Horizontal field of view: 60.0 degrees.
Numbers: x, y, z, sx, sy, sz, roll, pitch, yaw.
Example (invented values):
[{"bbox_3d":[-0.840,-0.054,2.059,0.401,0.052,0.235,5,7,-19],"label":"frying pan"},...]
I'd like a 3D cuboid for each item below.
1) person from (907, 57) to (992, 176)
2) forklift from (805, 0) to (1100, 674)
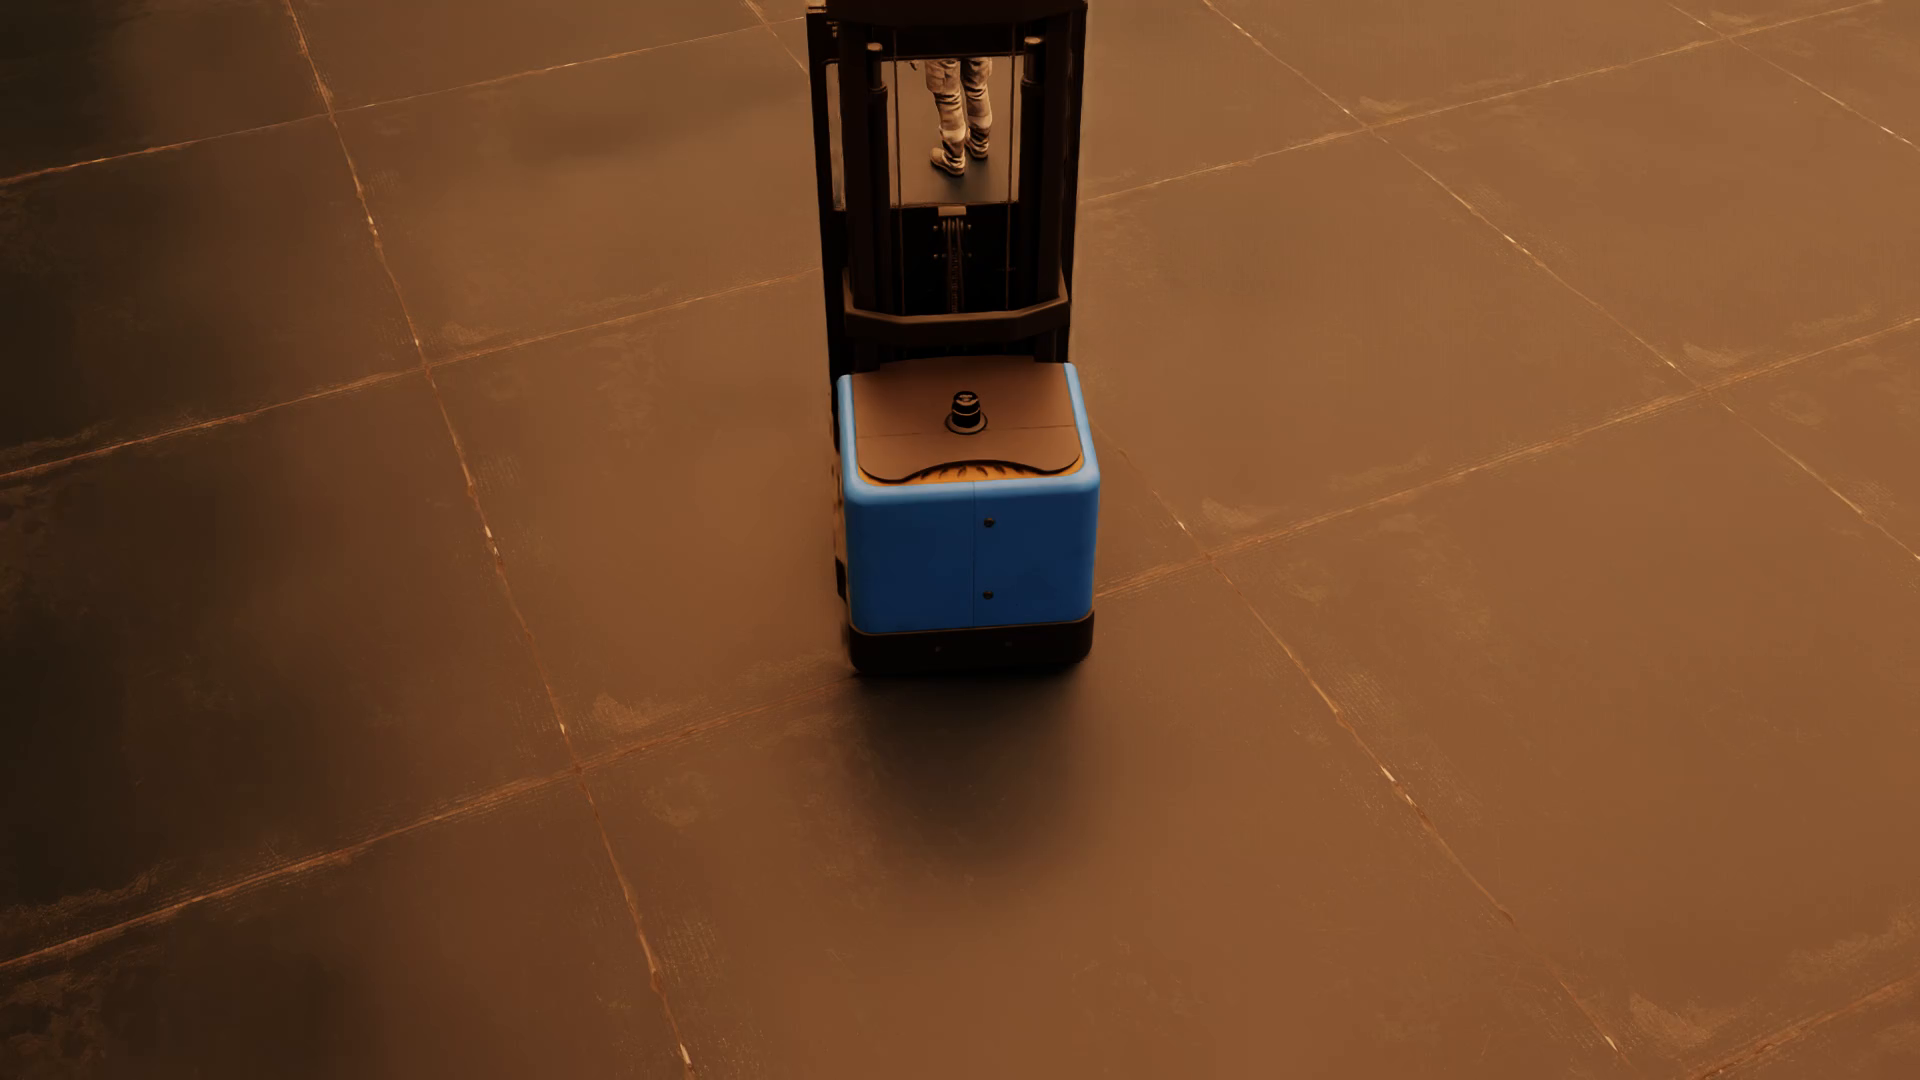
[{"bbox_3d":[-0.046,-2.971,9.690,0.638,1.787,0.565,-19,46,-19],"label":"person"},{"bbox_3d":[-0.076,-1.499,7.287,1.130,2.935,3.031,-3,43,-4],"label":"forklift"}]
